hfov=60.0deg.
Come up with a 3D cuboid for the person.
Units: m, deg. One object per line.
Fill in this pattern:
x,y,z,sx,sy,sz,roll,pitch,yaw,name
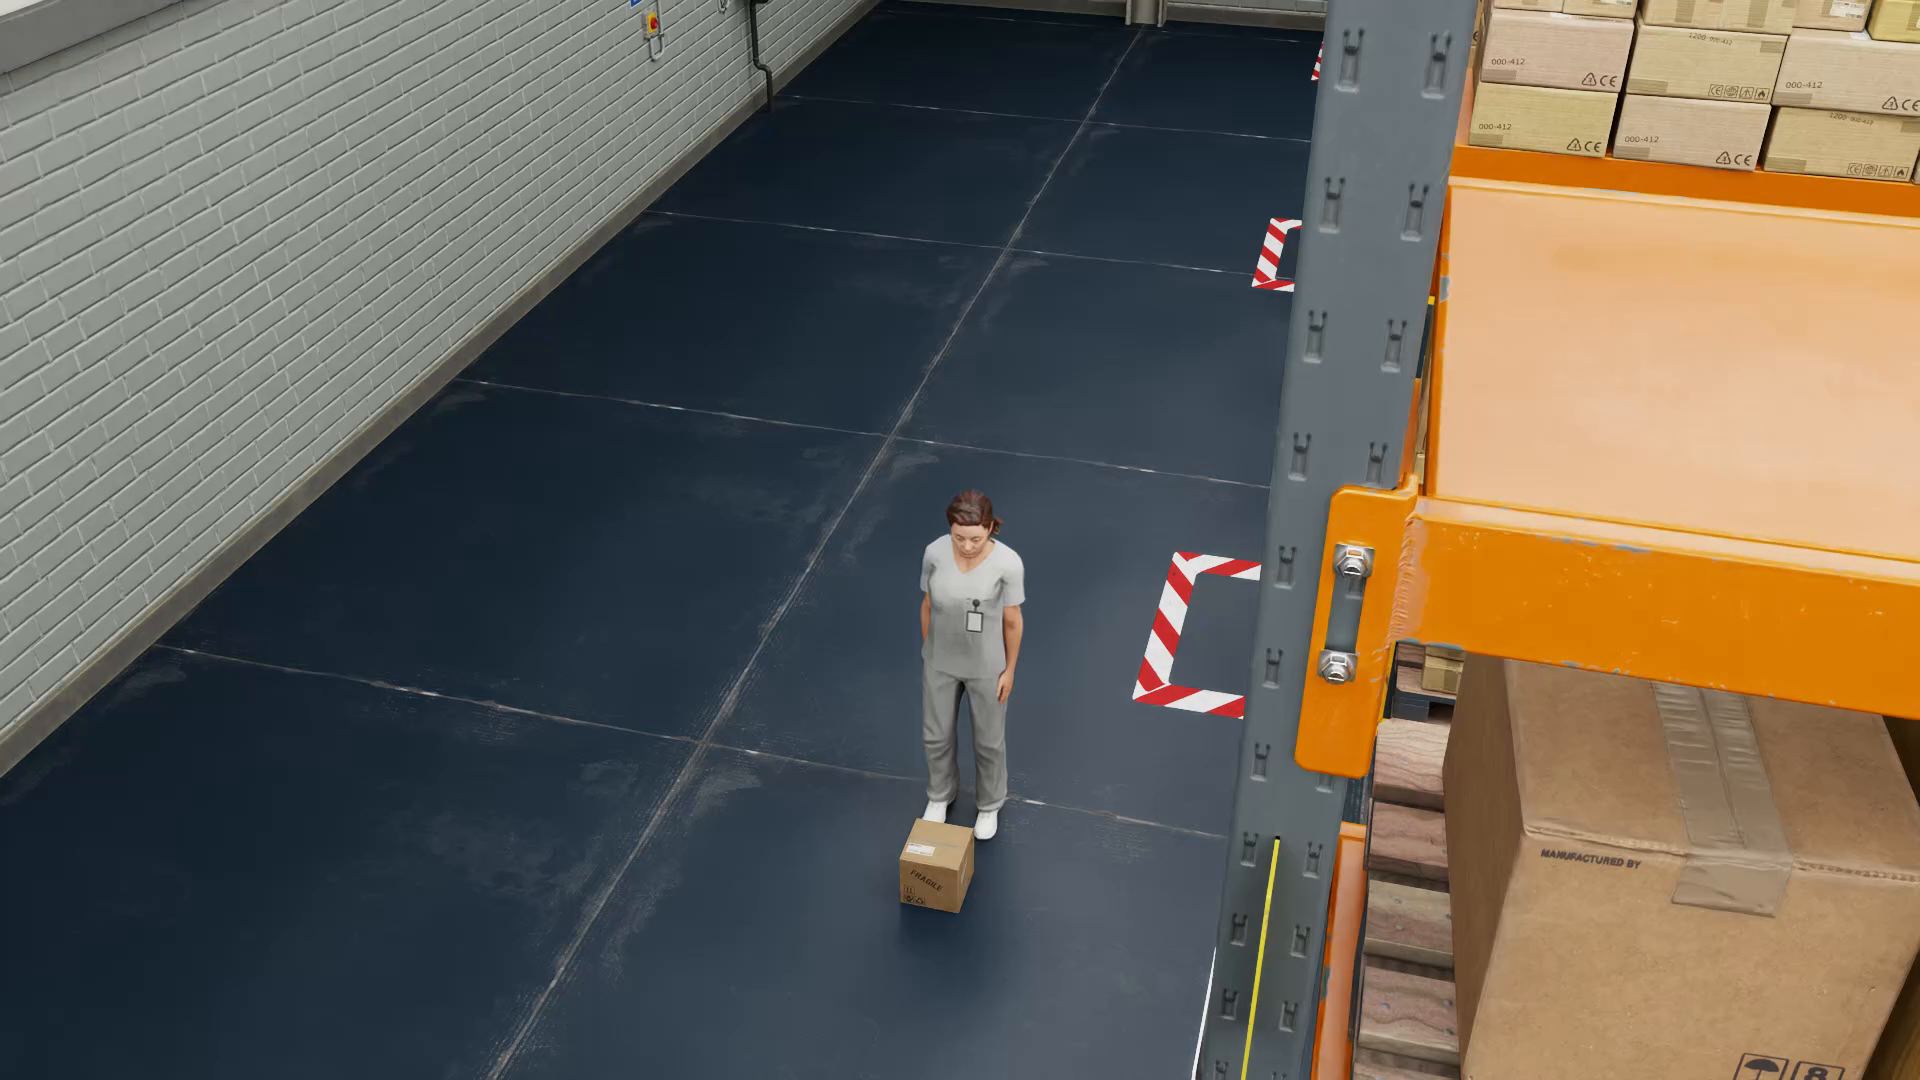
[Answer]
-0.007,0.940,6.994,0.481,0.824,0.800,8,34,12,person
